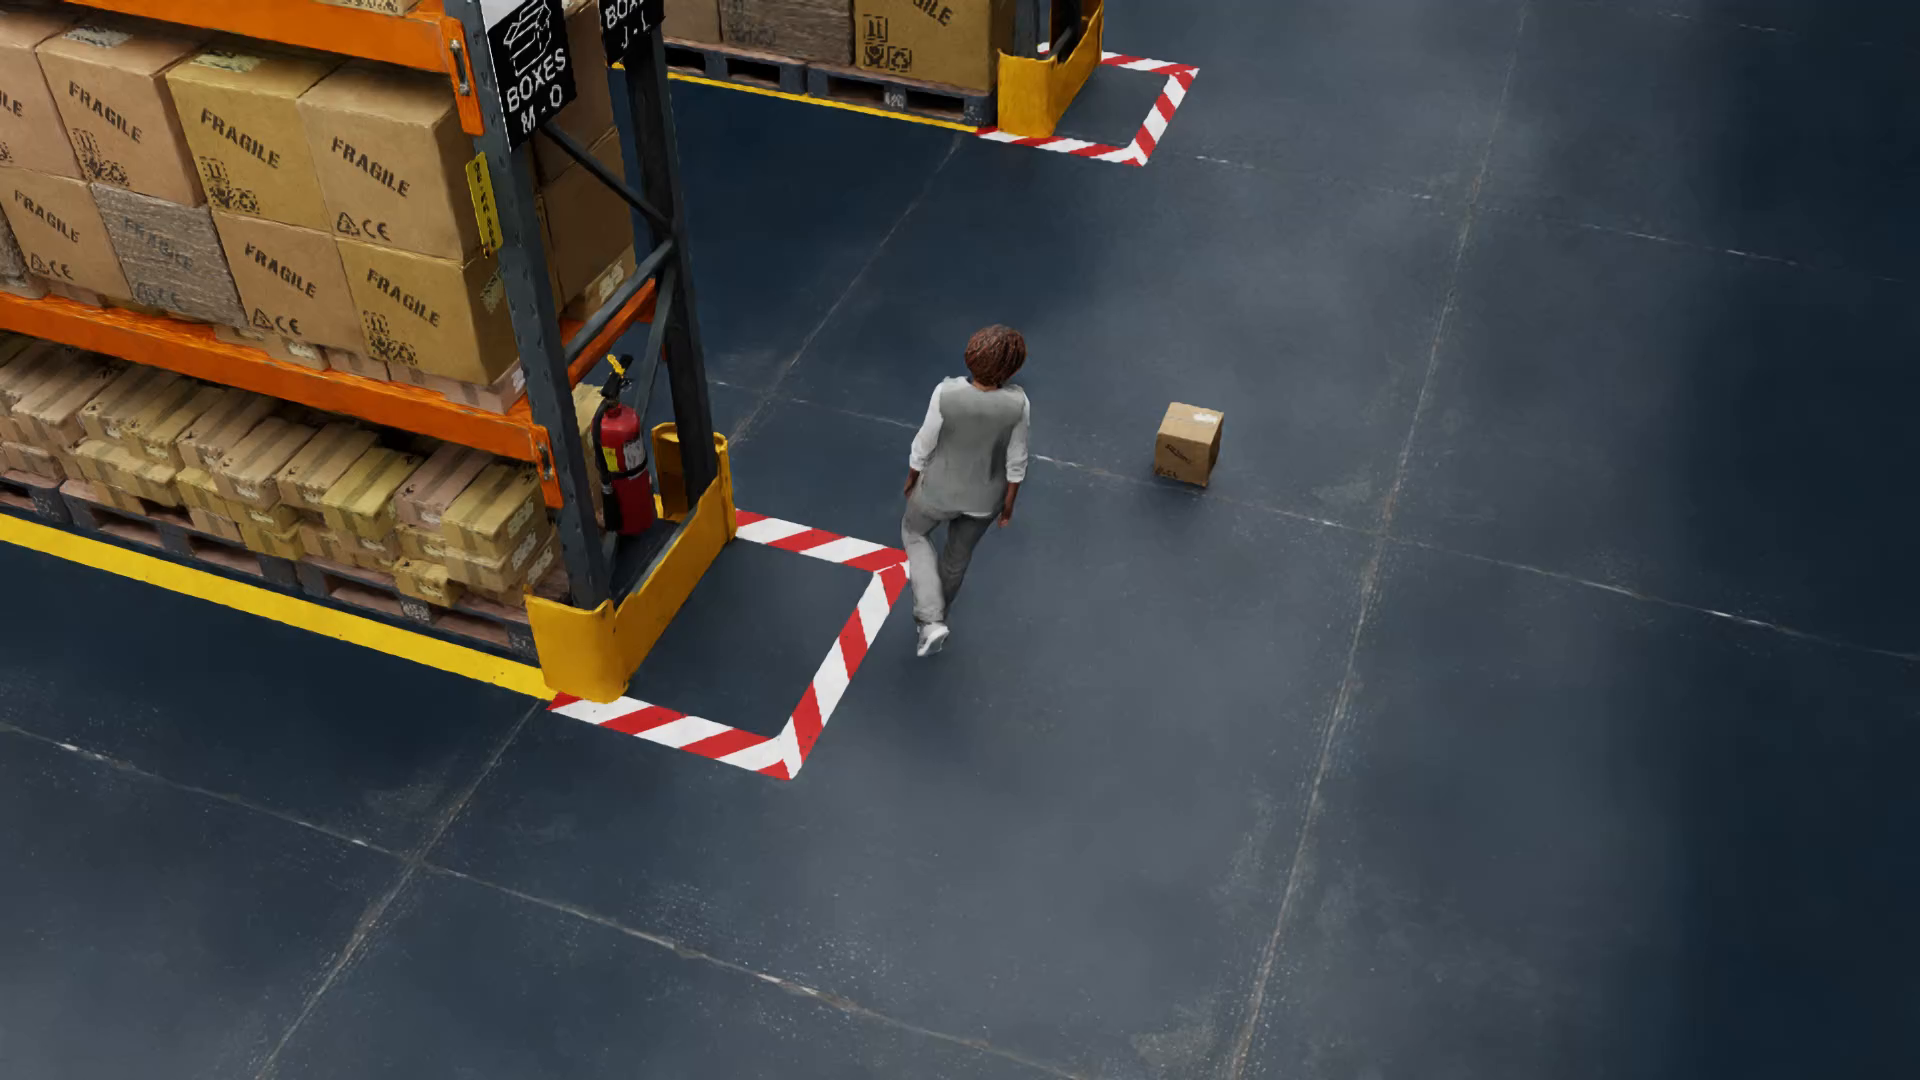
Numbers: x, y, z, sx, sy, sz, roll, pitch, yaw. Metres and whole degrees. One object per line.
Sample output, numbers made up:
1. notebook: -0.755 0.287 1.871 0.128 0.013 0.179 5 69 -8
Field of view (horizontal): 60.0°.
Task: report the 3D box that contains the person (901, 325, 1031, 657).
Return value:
1. person: 0.014 -0.162 6.366 0.480 1.567 0.560 -3 42 -3
